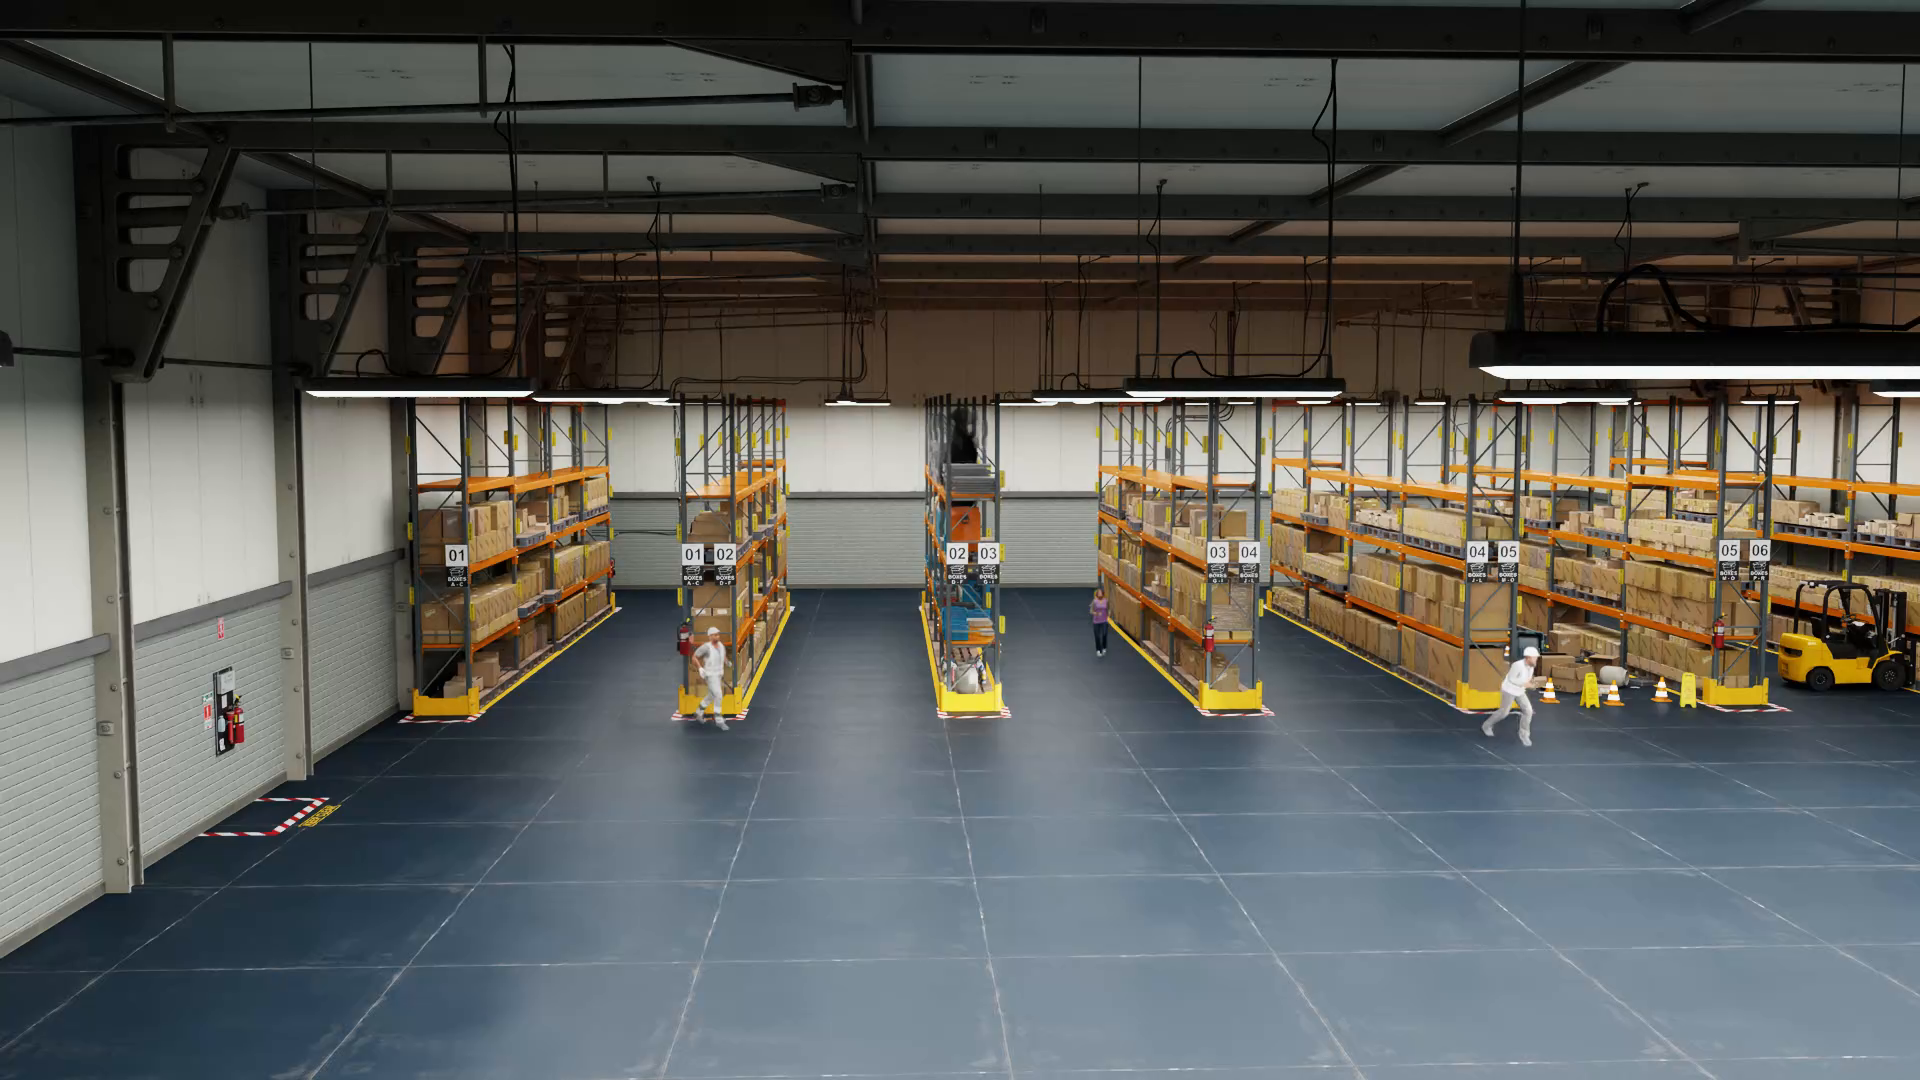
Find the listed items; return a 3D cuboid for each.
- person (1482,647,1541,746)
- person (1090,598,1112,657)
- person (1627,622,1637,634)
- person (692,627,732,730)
[{"bbox_3d":[9.471,2.655,28.544,0.701,1.733,1.038,-4,6,-42],"label":"person"},{"bbox_3d":[3.241,2.010,38.242,0.511,1.349,0.574,0,5,2],"label":"person"},{"bbox_3d":[16.391,1.684,40.654,0.608,1.666,0.550,-1,5,-8],"label":"person"},{"bbox_3d":[-4.433,2.453,29.760,0.891,1.814,0.635,3,5,30],"label":"person"}]
